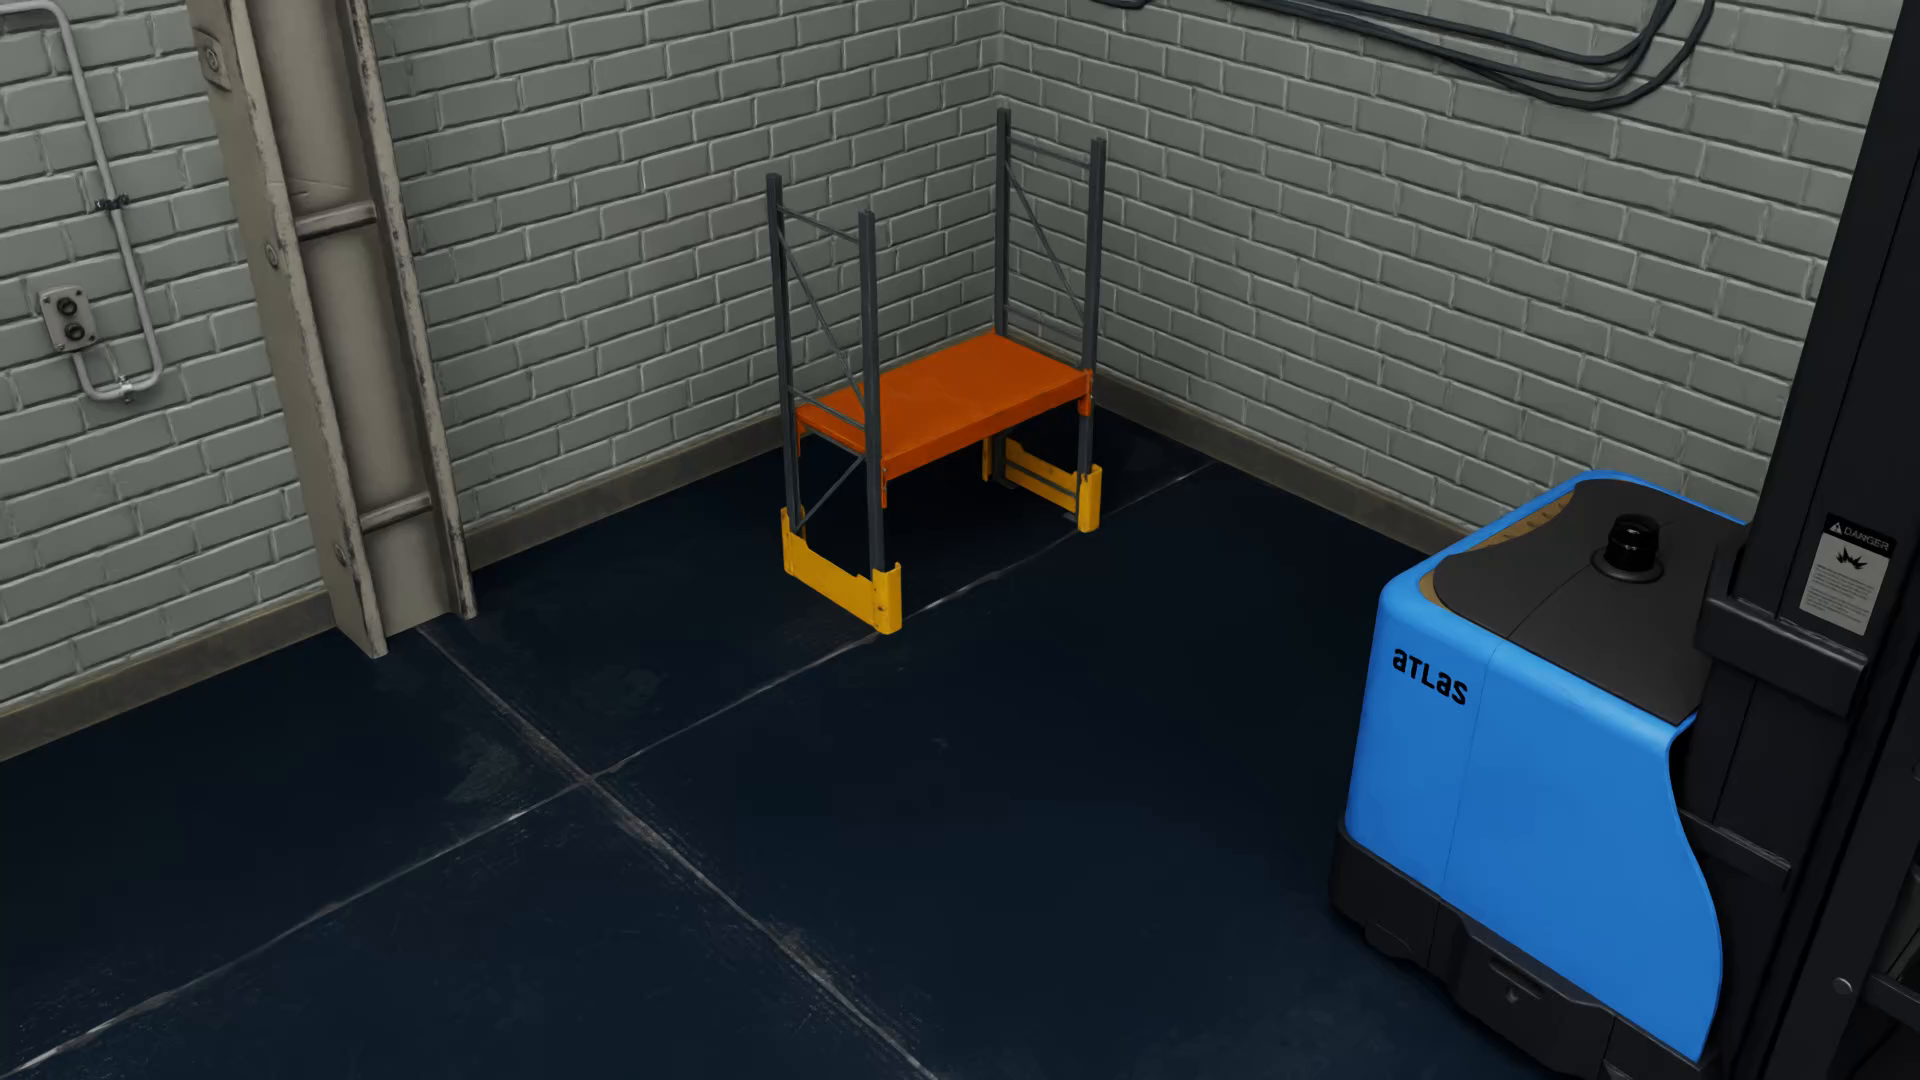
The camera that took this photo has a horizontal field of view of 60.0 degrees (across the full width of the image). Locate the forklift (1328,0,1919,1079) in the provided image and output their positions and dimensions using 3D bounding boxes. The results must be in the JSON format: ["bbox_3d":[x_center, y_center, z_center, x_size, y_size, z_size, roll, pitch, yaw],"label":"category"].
[{"bbox_3d":[2.336,0.199,3.114,1.130,2.935,3.031,-24,39,-33],"label":"forklift"}]

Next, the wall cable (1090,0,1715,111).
[{"bbox_3d":[1.066,-2.822,5.216,0.112,2.526,3.097,-26,40,-35],"label":"wall cable"}]

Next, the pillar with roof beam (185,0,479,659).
[{"bbox_3d":[0.994,-1.919,0.763,0.400,9.000,9.100,-26,40,-35],"label":"pillar with roof beam"}]

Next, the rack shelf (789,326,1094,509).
[{"bbox_3d":[-0.063,-0.456,5.903,1.000,0.185,0.538,-26,40,-35],"label":"rack shelf"}]

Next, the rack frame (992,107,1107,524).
[{"bbox_3d":[0.310,-0.790,6.104,0.032,1.500,0.500,-26,40,-35],"label":"rack frame"}]

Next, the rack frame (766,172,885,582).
[{"bbox_3d":[-0.435,-0.429,5.514,0.032,1.500,0.500,-26,40,-35],"label":"rack frame"}]

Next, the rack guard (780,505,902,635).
[{"bbox_3d":[-0.421,0.097,5.852,0.087,0.250,0.587,-26,40,-35],"label":"rack guard"}]

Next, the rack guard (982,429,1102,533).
[{"bbox_3d":[0.309,-0.256,6.429,0.087,0.250,0.587,-26,40,-35],"label":"rack guard"}]

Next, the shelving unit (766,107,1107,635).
[{"bbox_3d":[-0.056,-0.613,5.815,1.083,1.500,0.587,-26,40,-35],"label":"shelving unit"}]

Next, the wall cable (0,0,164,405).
[{"bbox_3d":[-3.029,-0.968,3.983,1.851,1.984,0.084,-26,40,-35],"label":"wall cable"}]
